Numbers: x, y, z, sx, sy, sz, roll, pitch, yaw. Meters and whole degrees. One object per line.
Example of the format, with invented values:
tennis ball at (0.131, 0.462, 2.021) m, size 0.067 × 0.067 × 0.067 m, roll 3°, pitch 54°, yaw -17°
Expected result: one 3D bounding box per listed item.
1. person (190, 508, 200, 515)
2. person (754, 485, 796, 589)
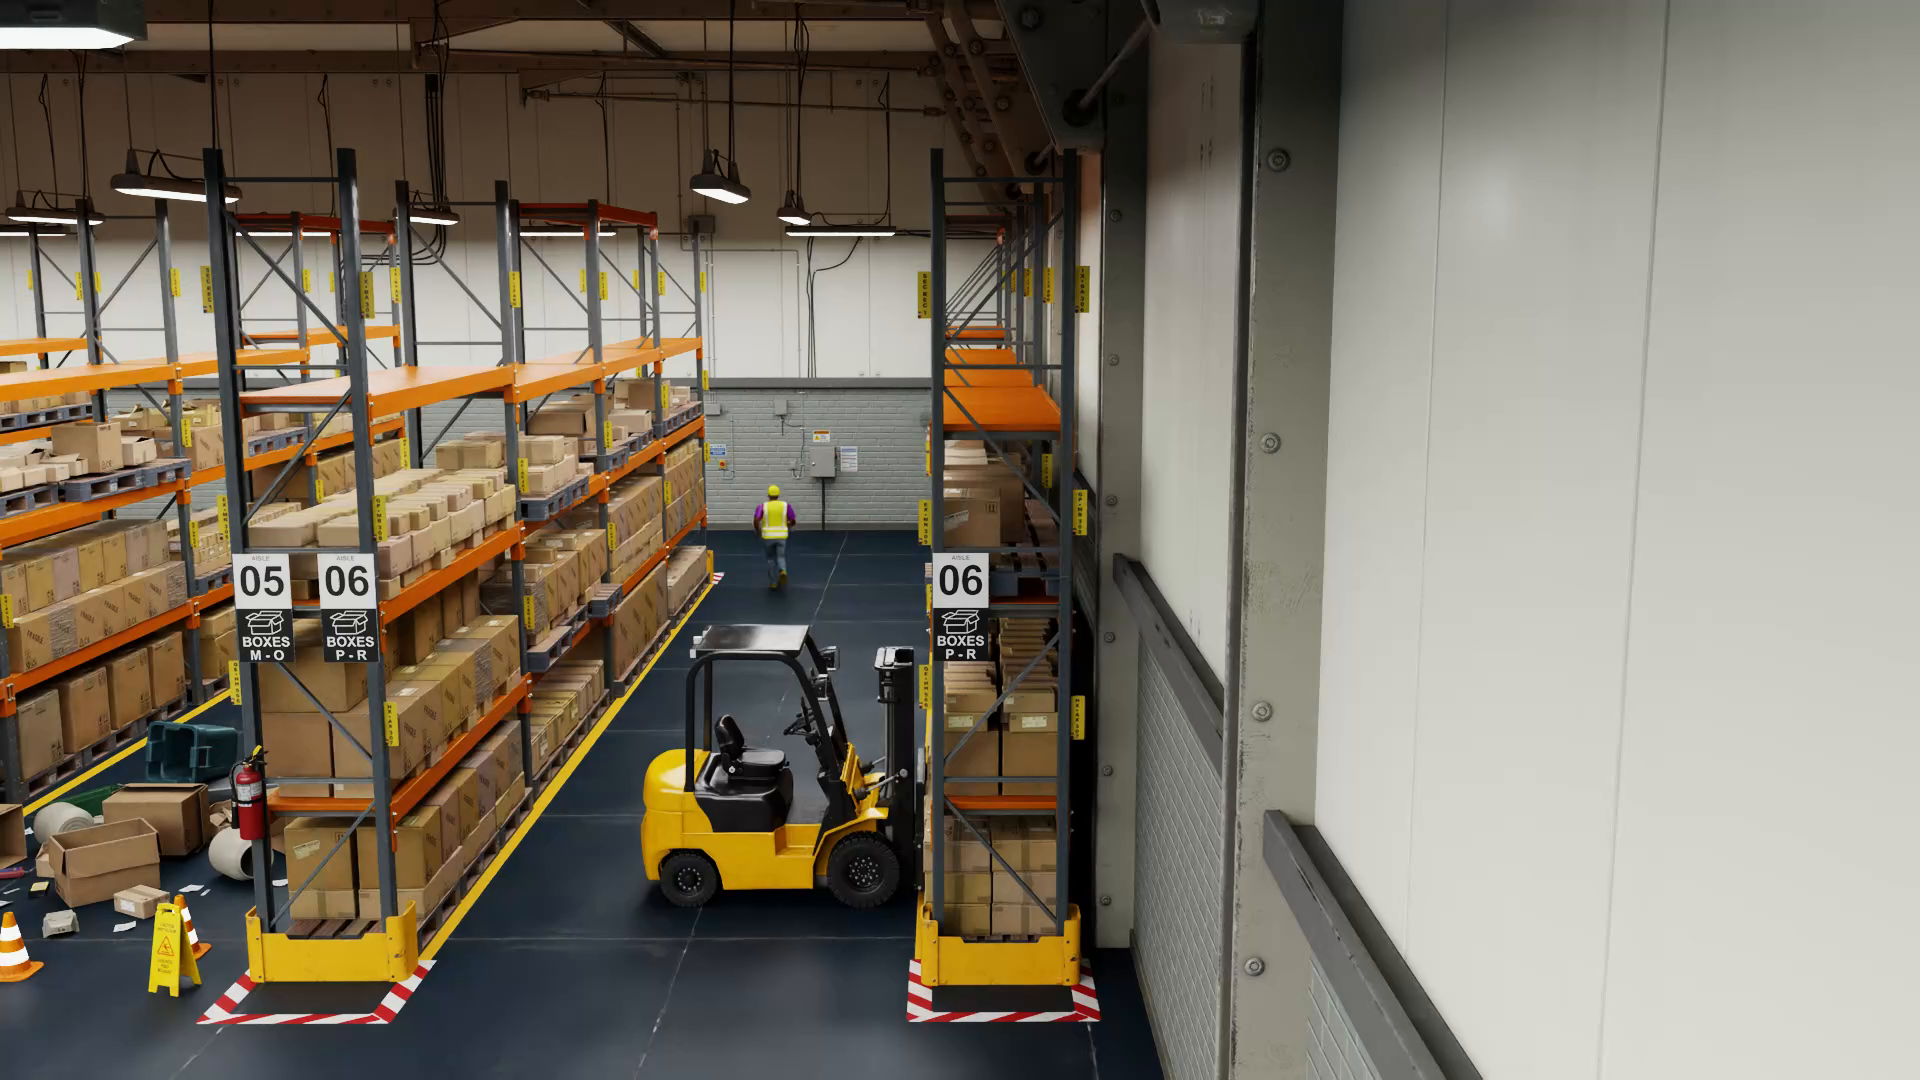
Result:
person at (-11.468, 0.345, 25.128) m, size 0.625 × 1.698 × 0.801 m, roll 0°, pitch 9°, yaw 3°
person at (-3.020, -0.024, 27.155) m, size 0.689 × 1.733 × 0.832 m, roll -2°, pitch 9°, yaw -12°
